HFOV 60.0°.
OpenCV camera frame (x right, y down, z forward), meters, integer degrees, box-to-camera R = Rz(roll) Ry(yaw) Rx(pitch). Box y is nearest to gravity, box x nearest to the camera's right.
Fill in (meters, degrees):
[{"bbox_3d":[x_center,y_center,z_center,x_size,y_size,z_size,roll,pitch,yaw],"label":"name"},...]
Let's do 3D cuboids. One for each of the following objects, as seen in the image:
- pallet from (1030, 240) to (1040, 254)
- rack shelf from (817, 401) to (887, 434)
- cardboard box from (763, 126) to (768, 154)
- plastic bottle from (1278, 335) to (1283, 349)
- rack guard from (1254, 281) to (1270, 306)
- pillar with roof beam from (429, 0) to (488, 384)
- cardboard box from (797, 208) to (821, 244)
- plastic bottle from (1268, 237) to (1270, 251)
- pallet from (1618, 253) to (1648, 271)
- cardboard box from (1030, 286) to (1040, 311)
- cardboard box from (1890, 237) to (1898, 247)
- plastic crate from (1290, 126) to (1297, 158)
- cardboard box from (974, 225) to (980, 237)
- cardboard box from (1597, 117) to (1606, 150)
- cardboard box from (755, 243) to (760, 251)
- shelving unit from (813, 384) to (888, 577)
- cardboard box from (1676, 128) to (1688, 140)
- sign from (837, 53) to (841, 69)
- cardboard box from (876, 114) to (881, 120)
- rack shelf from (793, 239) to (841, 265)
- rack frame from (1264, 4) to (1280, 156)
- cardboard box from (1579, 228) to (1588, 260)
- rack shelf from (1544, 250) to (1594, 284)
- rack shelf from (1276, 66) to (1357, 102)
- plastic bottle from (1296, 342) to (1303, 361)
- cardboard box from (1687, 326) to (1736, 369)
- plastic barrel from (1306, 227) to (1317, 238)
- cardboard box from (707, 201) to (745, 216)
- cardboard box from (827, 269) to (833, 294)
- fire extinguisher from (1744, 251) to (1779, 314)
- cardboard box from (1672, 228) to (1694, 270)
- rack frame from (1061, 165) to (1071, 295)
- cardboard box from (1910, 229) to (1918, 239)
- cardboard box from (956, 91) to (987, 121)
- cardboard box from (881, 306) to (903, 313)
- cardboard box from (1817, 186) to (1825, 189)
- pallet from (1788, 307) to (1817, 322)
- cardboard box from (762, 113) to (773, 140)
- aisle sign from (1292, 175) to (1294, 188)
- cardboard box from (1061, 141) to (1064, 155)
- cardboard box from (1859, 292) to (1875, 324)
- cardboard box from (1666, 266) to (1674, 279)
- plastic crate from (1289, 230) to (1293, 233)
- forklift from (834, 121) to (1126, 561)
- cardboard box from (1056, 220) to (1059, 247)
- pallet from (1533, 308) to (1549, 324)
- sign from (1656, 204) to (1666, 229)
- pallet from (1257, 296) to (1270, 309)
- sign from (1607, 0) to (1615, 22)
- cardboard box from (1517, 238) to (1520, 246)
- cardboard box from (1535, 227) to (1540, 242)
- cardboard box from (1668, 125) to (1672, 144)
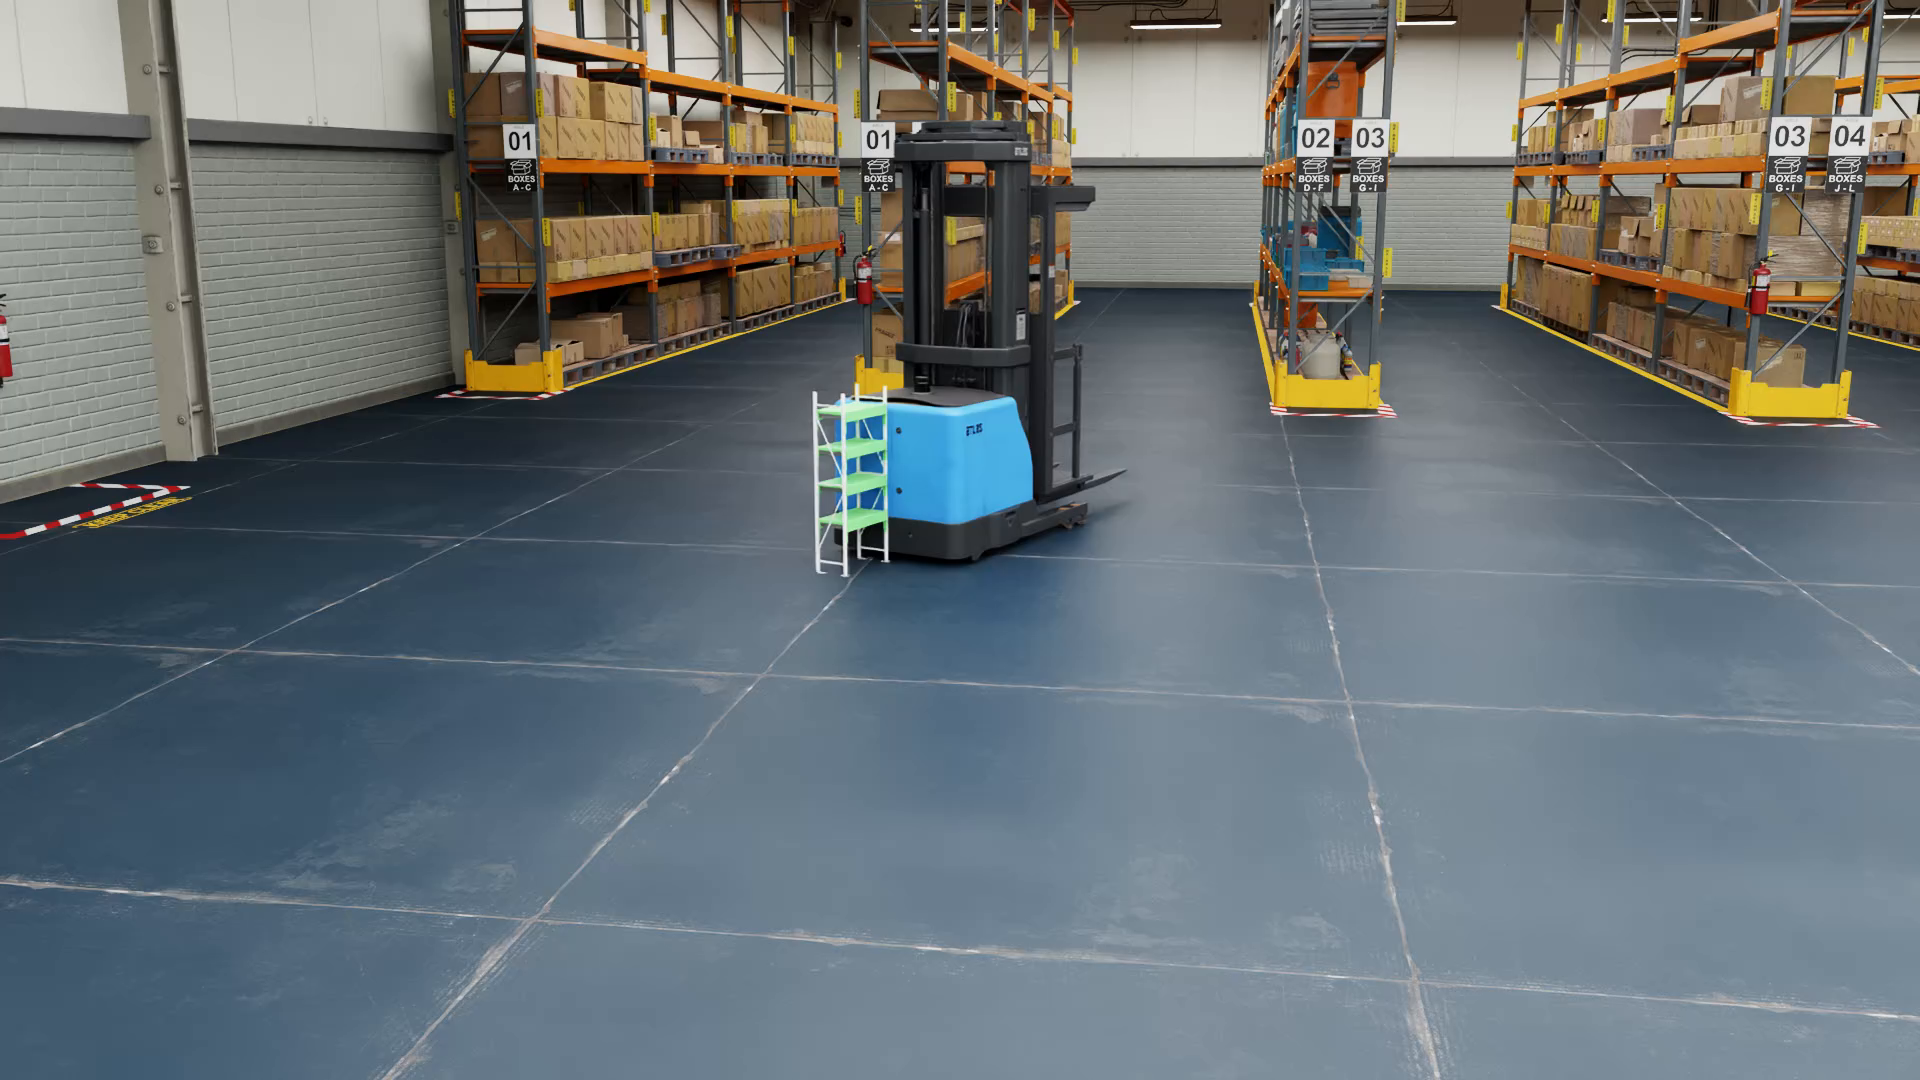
[{"bbox_3d":[0.881,-5.134,29.153,1.003,0.211,1.213,2,12,9],"label":"pallet"},{"bbox_3d":[-0.718,-0.807,10.917,0.258,0.148,0.480,7,14,30],"label":"rack shelf"},{"bbox_3d":[-3.937,-7.366,30.652,0.700,0.500,0.500,1,12,6],"label":"cardboard box"},{"bbox_3d":[4.383,-2.658,22.641,0.097,0.271,0.097,0,12,0],"label":"plastic bottle"},{"bbox_3d":[6.702,-5.111,34.522,1.175,0.500,0.348,2,12,9],"label":"rack guard"},{"bbox_3d":[-2.032,-6.285,19.795,9.100,9.000,0.400,2,12,9],"label":"pillar with roof beam"},{"bbox_3d":[-3.374,-6.378,33.757,0.980,0.700,0.700,1,12,6],"label":"cardboard box"},{"bbox_3d":[5.618,-5.375,30.092,0.061,0.283,0.133,2,12,9],"label":"plastic bottle"},{"bbox_3d":[10.111,-3.994,23.863,1.003,0.211,1.213,2,12,9],"label":"pallet"},{"bbox_3d":[1.171,-4.224,29.363,0.500,0.500,0.500,1,12,7],"label":"cardboard box"},{"bbox_3d":[15.043,-4.733,26.434,0.380,0.149,0.250,1,12,6],"label":"cardboard box"},{"bbox_3d":[4.246,-4.862,20.351,0.392,0.384,0.575,2,12,9],"label":"plastic crate"},{"bbox_3d":[0.064,-4.187,22.525,0.380,0.149,0.250,2,12,7],"label":"cardboard box"},{"bbox_3d":[10.397,-6.353,25.990,0.797,0.503,0.637,3,12,12],"label":"cardboard box"},{"bbox_3d":[-3.804,-5.251,29.786,0.380,0.149,0.250,2,12,9],"label":"cardboard box"},{"bbox_3d":[-0.718,-0.401,11.004,0.258,1.200,0.503,7,14,30],"label":"shelving unit"},{"bbox_3d":[9.405,-5.199,21.287,0.380,0.149,0.250,2,12,7],"label":"cardboard box"},{"bbox_3d":[-2.544,-10.056,34.888,0.100,0.325,0.005,2,12,9],"label":"sign"},{"bbox_3d":[-0.727,-5.073,20.319,0.500,0.250,0.500,2,12,9],"label":"cardboard box"},{"bbox_3d":[-3.386,-5.880,33.866,1.077,0.370,4.000,2,12,9],"label":"rack shelf"},{"bbox_3d":[6.711,-9.260,33.601,1.000,3.000,0.127,2,12,9],"label":"rack frame"},{"bbox_3d":[10.288,-4.765,26.745,0.500,0.500,0.500,2,12,8],"label":"cardboard box"},{"bbox_3d":[10.682,-4.566,27.769,1.077,0.370,4.000,2,12,9],"label":"rack shelf"},{"bbox_3d":[5.173,-6.631,24.060,1.077,0.370,4.000,2,12,9],"label":"rack shelf"},{"bbox_3d":[4.387,-2.431,21.574,0.152,0.276,0.135,2,12,9],"label":"plastic bottle"},{"bbox_3d":[9.578,-2.451,21.182,0.500,0.500,0.500,6,14,27],"label":"cardboard box"},{"bbox_3d":[5.709,-4.622,25.997,0.600,0.536,0.708,2,12,9],"label":"plastic barrel"},{"bbox_3d":[-3.980,-5.646,28.300,0.500,0.250,0.500,2,12,10],"label":"cardboard box"},{"bbox_3d":[-3.087,-5.483,35.250,0.700,0.500,0.500,2,12,9],"label":"cardboard box"},{"bbox_3d":[8.671,-2.789,18.000,0.296,0.674,0.183,2,12,9],"label":"fire extinguisher"},{"bbox_3d":[9.517,-3.668,20.952,0.875,0.500,0.500,2,12,9],"label":"cardboard box"},{"bbox_3d":[1.817,-6.489,34.981,1.000,3.000,0.127,2,12,9],"label":"rack frame"},{"bbox_3d":[14.926,-4.721,25.672,0.380,0.149,0.250,2,12,11],"label":"cardboard box"},{"bbox_3d":[0.105,-6.083,23.557,0.500,0.500,0.500,2,12,9],"label":"cardboard box"},{"bbox_3d":[-0.716,-2.716,21.224,0.500,0.500,0.500,2,12,9],"label":"cardboard box"},{"bbox_3d":[15.847,-6.156,30.121,0.500,0.500,0.500,2,12,10],"label":"cardboard box"},{"bbox_3d":[16.129,-4.185,30.911,1.003,0.211,1.213,2,12,9],"label":"pallet"},{"bbox_3d":[-3.816,-7.982,32.135,0.500,0.500,0.500,2,12,8],"label":"cardboard box"},{"bbox_3d":[7.012,-7.604,33.985,0.394,0.787,0.004,2,12,9],"label":"aisle sign"},{"bbox_3d":[1.762,-7.698,32.645,0.500,0.250,0.500,2,12,9],"label":"cardboard box"},{"bbox_3d":[15.420,-3.880,27.815,0.500,0.500,0.500,2,12,11],"label":"cardboard box"},{"bbox_3d":[9.378,-3.459,21.522,0.380,0.149,0.250,2,12,9],"label":"cardboard box"},{"bbox_3d":[6.513,-5.778,31.823,0.437,0.282,0.530,2,12,9],"label":"plastic crate"},{"bbox_3d":[0.308,-1.555,12.251,1.130,2.935,3.031,7,14,30],"label":"forklift"},{"bbox_3d":[1.625,-5.909,32.053,0.500,0.500,0.500,2,12,10],"label":"cardboard box"},{"bbox_3d":[11.184,-4.127,30.641,1.003,0.211,1.213,2,12,9],"label":"pallet"},{"bbox_3d":[9.211,-4.252,21.855,0.100,0.325,0.005,2,12,9],"label":"sign"},{"bbox_3d":[6.546,-4.794,33.736,1.003,0.211,1.213,2,12,9],"label":"pallet"},{"bbox_3d":[9.826,-7.985,25.094,0.100,0.325,0.005,2,12,9],"label":"sign"},{"bbox_3d":[11.108,-5.820,32.474,0.380,0.149,0.250,2,12,8],"label":"cardboard box"},{"bbox_3d":[10.876,-5.614,30.575,0.500,0.250,0.500,2,12,10],"label":"cardboard box"},{"bbox_3d":[9.805,-5.474,22.474,0.396,0.266,0.258,2,12,11],"label":"cardboard box"}]
